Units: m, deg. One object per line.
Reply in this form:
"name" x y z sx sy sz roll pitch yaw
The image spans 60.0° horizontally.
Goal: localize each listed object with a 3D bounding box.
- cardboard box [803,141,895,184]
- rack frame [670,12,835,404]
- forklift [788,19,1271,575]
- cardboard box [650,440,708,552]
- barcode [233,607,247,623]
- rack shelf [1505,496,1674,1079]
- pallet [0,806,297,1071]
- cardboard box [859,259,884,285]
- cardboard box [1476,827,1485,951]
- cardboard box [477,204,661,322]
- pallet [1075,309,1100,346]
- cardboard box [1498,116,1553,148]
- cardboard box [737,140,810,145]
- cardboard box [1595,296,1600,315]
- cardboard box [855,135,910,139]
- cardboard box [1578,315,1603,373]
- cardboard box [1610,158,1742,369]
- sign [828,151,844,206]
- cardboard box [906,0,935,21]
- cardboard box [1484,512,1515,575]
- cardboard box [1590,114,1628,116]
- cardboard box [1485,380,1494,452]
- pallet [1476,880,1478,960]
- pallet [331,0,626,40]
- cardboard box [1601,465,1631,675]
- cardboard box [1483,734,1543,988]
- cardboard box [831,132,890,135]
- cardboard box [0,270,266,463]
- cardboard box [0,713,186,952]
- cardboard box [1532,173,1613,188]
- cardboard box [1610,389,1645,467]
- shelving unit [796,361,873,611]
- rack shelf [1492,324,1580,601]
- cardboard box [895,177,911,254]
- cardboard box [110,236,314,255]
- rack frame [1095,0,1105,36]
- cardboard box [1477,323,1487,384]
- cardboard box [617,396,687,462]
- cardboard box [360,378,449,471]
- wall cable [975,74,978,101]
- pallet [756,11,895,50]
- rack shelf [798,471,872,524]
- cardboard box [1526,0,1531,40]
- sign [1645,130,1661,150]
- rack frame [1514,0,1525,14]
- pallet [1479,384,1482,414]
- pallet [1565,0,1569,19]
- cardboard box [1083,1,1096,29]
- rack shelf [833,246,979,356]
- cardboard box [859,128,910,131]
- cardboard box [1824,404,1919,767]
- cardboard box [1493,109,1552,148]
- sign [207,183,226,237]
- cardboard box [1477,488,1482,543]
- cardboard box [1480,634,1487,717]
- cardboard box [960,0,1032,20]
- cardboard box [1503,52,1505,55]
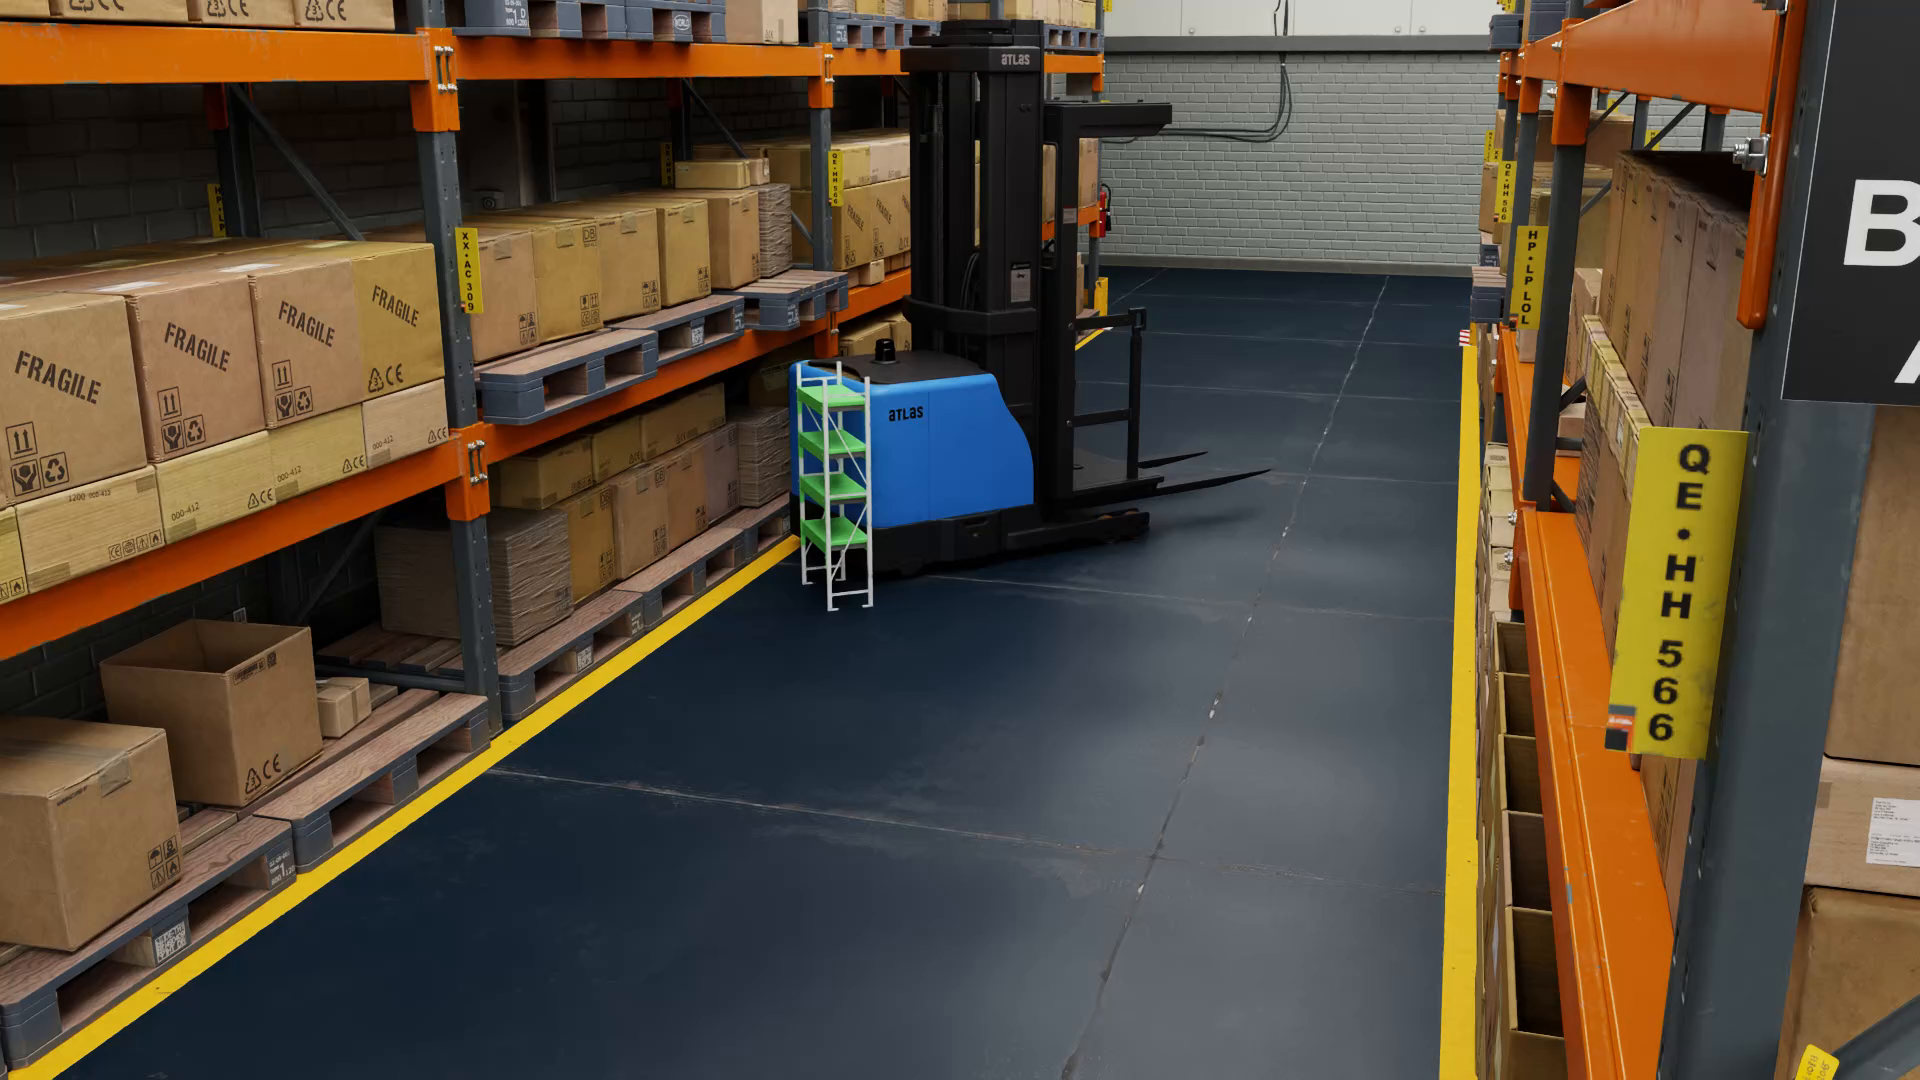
"cardboard box" -0.748 -2.506 11.030 0.500 0.250 0.500 4 16 15
"rack frame" -1.277 -1.705 10.345 1.000 3.000 0.127 5 16 16
"forklift" 0.526 -1.501 9.750 3.031 2.935 1.130 -10 19 -31
"cardboard box" -1.803 -0.264 9.038 0.700 0.500 0.500 5 16 16
"barcode" -2.797 0.301 6.460 0.001 0.075 0.075 5 16 16
"rack shelf" 1.769 0.594 3.558 1.077 0.370 4.000 5 16 16
"pallet" -2.915 1.181 5.278 1.003 0.211 1.213 5 16 16
"cardboard box" -0.724 -1.790 11.069 0.380 0.149 0.250 5 17 18
"cardboard box" 1.768 1.073 4.818 0.500 0.250 0.500 5 16 16
"cardboard box" -1.913 -1.369 8.171 0.700 0.500 0.500 7 17 24
"pallet" 0.845 -2.241 17.345 1.003 0.211 1.213 5 16 16
"cardboard box" 4.649 -3.184 13.544 0.500 0.500 0.500 4 16 15
"cardboard box" -1.246 -2.541 11.151 0.500 0.250 0.500 4 16 14
"cardboard box" 2.721 -0.661 6.480 0.500 0.500 0.500 6 17 20
"cardboard box" -0.471 -2.772 11.964 0.500 0.250 0.500 4 16 15
"cardboard box" 2.075 -0.581 5.007 0.380 0.149 0.250 5 16 16
"cardboard box" 2.075 -0.699 4.236 0.700 0.500 0.500 5 16 16
"sign" -0.754 -2.185 10.058 0.100 0.325 0.005 5 16 16
"cardboard box" -0.591 -4.082 12.238 0.700 0.500 0.500 4 16 15
"cardboard box" 2.610 0.049 7.401 0.500 0.311 0.500 4 16 15
"cardboard box" 5.453 -3.404 14.318 0.500 0.500 0.500 5 17 18
"cardboard box" 3.662 -0.730 10.679 0.500 0.500 0.500 4 16 14
"pallet" 2.071 1.271 4.963 1.003 0.211 1.213 5 16 16
"pallet" -2.136 -2.165 6.812 1.213 0.211 1.003 5 16 16
"cardboard box" 1.927 0.062 3.930 0.700 0.500 0.500 5 17 17
"cardboard box" 1.621 0.843 4.255 0.500 0.500 0.500 5 16 16
"cardboard box" -0.800 -2.944 12.574 0.500 0.250 0.500 4 16 14
"cardboard box" -2.541 -0.547 5.126 0.500 0.500 0.500 4 16 14
"cardboard box" -2.849 0.867 5.049 0.700 0.500 0.500 4 16 12
"cardboard box" 4.168 -2.152 10.966 0.700 0.500 0.500 1 16 2
"cardboard box" 1.713 -0.243 3.817 0.380 0.149 0.250 4 16 14
"shelving unit" -0.653 -0.287 8.642 0.258 1.200 0.503 -6 17 -20
"rack shelf" 2.906 -0.453 7.247 1.077 0.370 4.000 5 16 16
"cardboard box" -0.593 -2.279 11.604 0.500 0.500 0.500 5 16 16
"cardboard box" -2.747 -0.850 6.194 0.500 0.500 0.500 4 16 15
"rack frame" 0.997 -6.684 16.905 1.000 3.000 0.127 5 16 16
"cardboard box" 4.501 -1.549 13.567 0.500 0.500 0.500 5 16 16
"cardboard box" -1.795 -0.604 8.861 0.500 0.250 0.500 5 16 16
"cardboard box" -2.257 -0.449 6.153 0.500 0.250 0.500 5 16 16
"wall cable" 0.454 -4.695 19.025 0.084 1.984 1.851 5 16 16
"pallet" -1.144 -3.230 10.570 1.213 0.211 1.003 5 17 18
"rack shelf" -0.653 -0.225 8.659 0.258 0.148 0.480 -6 17 -20
"cardboard box" 3.566 -2.930 8.982 0.910 0.500 0.500 5 16 16
"sign" 5.144 -2.884 12.377 0.100 0.325 0.005 5 16 16
"rack frame" 4.611 -5.255 11.865 1.000 3.000 0.127 5 16 16
"pallet" 4.807 -1.207 13.697 1.003 0.211 1.213 5 16 16
"pallet" 3.052 -2.197 6.928 1.003 0.211 1.213 5 17 18
"cardboard box" 1.043 -5.207 16.516 0.500 0.250 0.500 5 17 18
"rack shelf" -0.708 -1.882 12.288 1.077 0.370 4.000 5 16 16
"cardboard box" -0.520 -3.213 13.522 0.500 0.250 0.500 5 17 18
"cardboard box" 1.360 -0.036 1.900 0.700 0.500 0.500 5 16 16
"cardboard box" 5.368 -3.849 15.886 0.500 0.500 0.500 5 17 18
"sign" -2.946 -1.258 6.646 0.100 0.325 0.005 5 16 16
"cardboard box" 3.043 -0.087 8.909 0.500 0.250 0.500 5 16 16
"cardboard box" 2.323 0.582 6.550 0.500 0.250 0.500 4 16 15
"cardboard box" 0.309 -4.533 14.140 0.500 0.250 0.500 5 16 16
"cardboard box" 5.063 -4.411 14.660 0.500 0.250 0.500 5 16 16
